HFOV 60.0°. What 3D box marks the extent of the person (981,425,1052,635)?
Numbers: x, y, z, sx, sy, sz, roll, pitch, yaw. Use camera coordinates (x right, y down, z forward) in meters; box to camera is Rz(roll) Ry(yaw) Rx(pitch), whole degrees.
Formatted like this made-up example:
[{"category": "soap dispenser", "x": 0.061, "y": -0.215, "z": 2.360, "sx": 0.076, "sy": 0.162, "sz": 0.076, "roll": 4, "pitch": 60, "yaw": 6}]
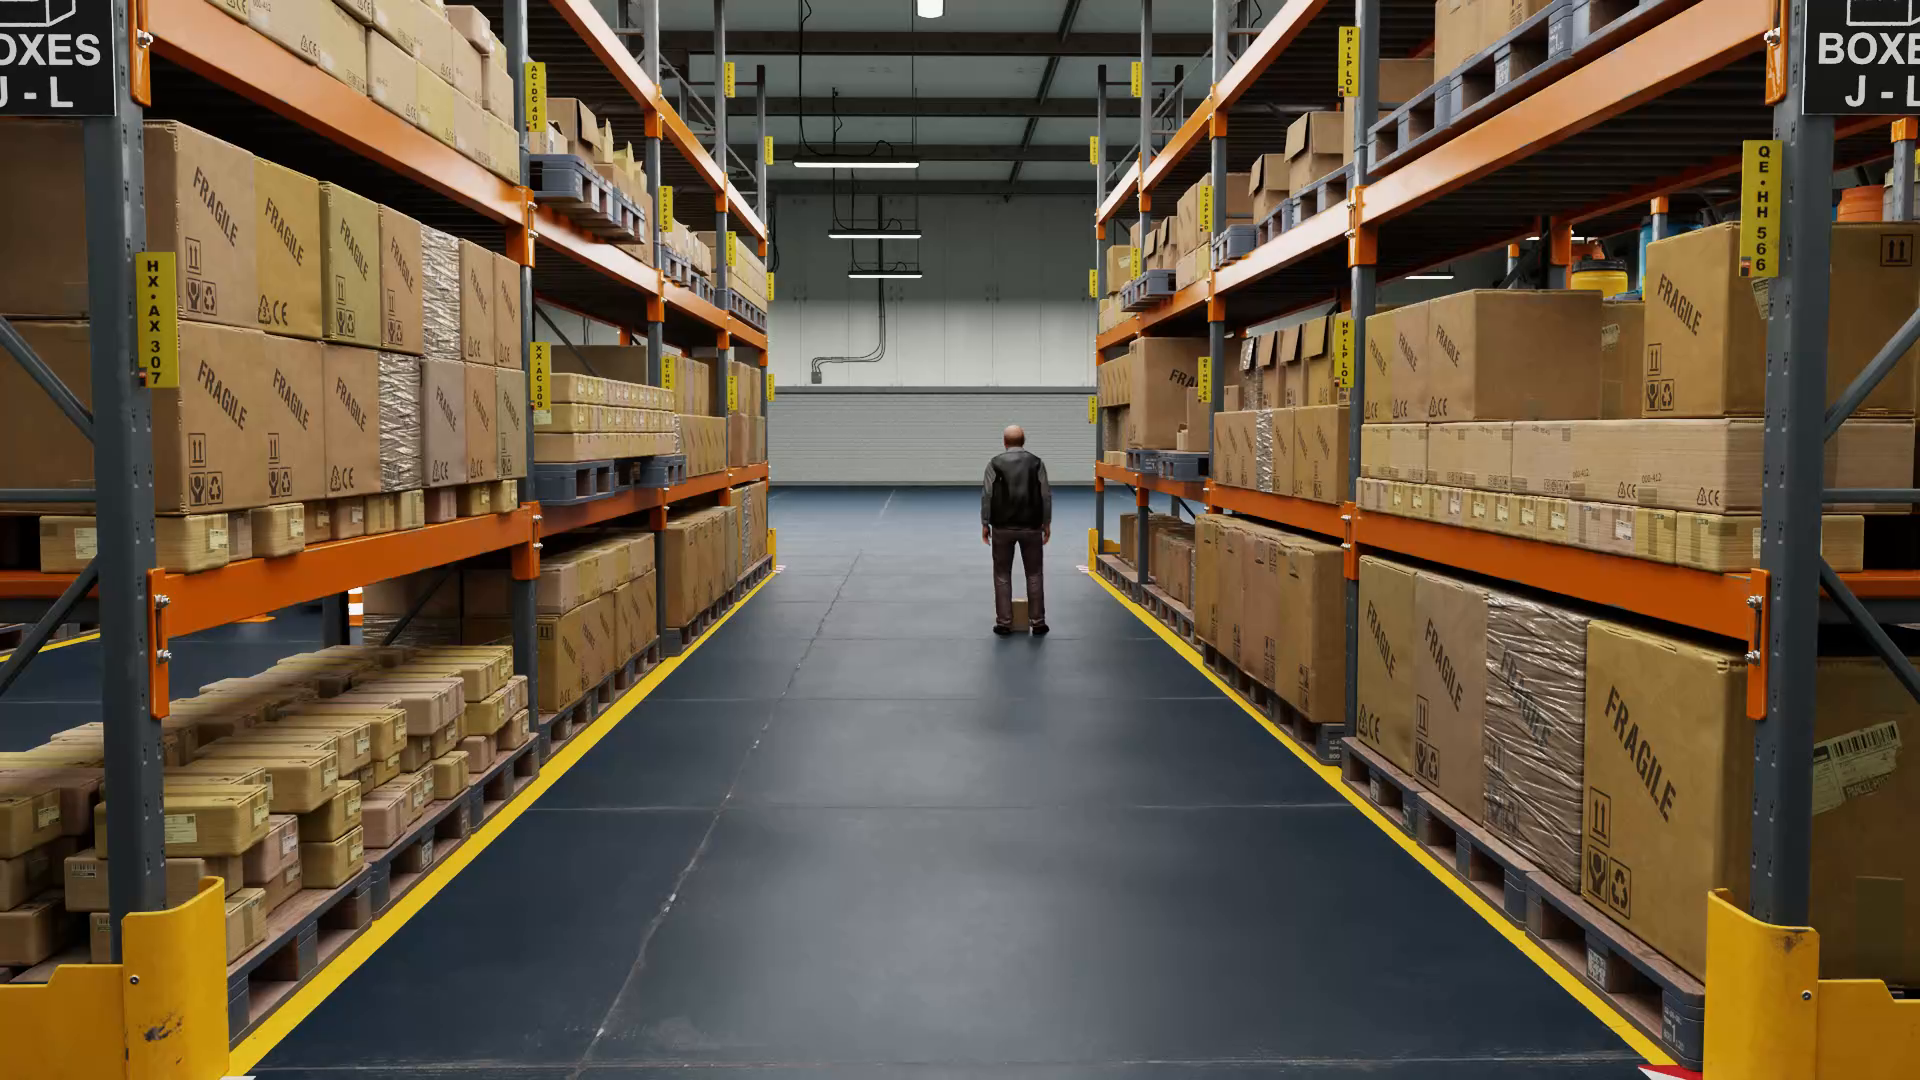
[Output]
[{"category": "person", "x": 0.468, "y": -0.085, "z": 13.725, "sx": 0.587, "sy": 1.721, "sz": 0.412, "roll": 0, "pitch": 4, "yaw": -2}]
